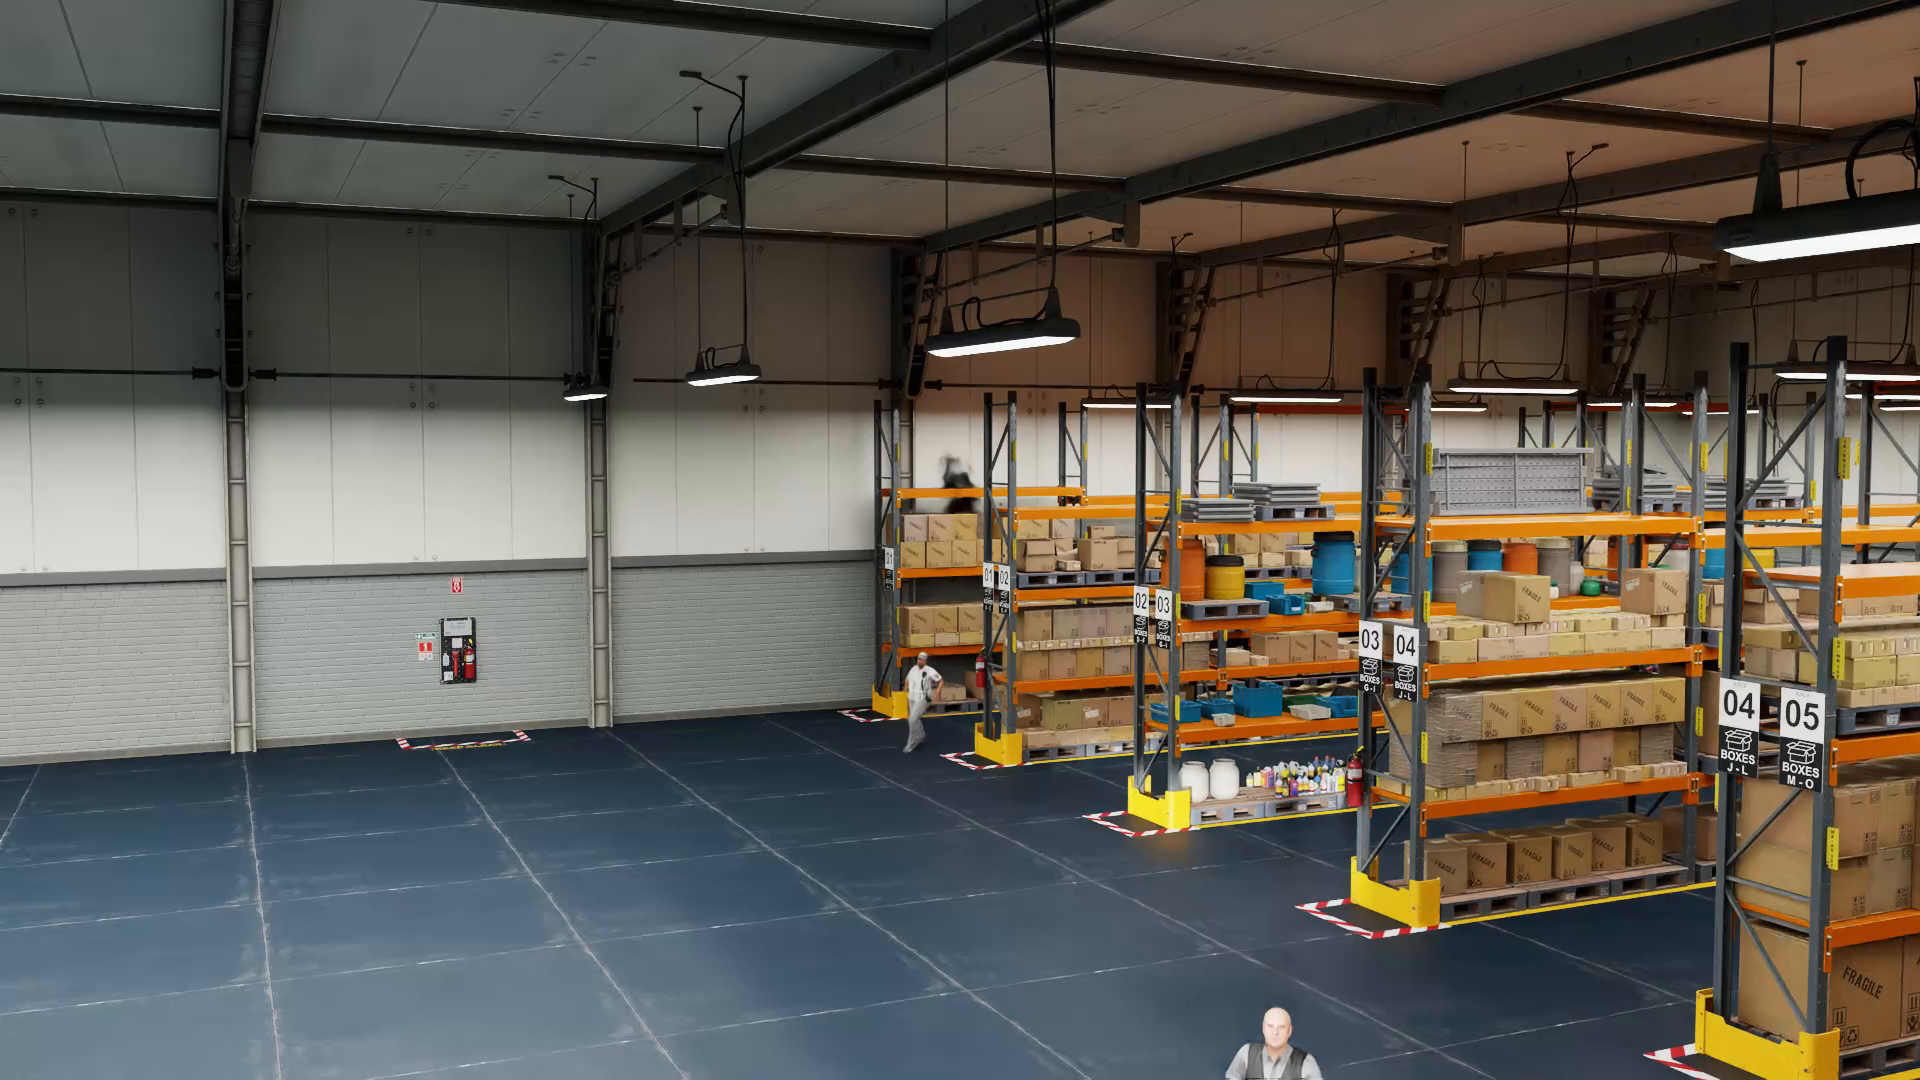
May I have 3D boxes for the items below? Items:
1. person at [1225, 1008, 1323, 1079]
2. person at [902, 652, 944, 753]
[{"bbox_3d":[1.940,3.724,10.230,0.662,1.721,0.880,1,3,17],"label":"person"},{"bbox_3d":[-0.650,2.717,27.950,0.666,1.695,0.705,3,4,39],"label":"person"}]
